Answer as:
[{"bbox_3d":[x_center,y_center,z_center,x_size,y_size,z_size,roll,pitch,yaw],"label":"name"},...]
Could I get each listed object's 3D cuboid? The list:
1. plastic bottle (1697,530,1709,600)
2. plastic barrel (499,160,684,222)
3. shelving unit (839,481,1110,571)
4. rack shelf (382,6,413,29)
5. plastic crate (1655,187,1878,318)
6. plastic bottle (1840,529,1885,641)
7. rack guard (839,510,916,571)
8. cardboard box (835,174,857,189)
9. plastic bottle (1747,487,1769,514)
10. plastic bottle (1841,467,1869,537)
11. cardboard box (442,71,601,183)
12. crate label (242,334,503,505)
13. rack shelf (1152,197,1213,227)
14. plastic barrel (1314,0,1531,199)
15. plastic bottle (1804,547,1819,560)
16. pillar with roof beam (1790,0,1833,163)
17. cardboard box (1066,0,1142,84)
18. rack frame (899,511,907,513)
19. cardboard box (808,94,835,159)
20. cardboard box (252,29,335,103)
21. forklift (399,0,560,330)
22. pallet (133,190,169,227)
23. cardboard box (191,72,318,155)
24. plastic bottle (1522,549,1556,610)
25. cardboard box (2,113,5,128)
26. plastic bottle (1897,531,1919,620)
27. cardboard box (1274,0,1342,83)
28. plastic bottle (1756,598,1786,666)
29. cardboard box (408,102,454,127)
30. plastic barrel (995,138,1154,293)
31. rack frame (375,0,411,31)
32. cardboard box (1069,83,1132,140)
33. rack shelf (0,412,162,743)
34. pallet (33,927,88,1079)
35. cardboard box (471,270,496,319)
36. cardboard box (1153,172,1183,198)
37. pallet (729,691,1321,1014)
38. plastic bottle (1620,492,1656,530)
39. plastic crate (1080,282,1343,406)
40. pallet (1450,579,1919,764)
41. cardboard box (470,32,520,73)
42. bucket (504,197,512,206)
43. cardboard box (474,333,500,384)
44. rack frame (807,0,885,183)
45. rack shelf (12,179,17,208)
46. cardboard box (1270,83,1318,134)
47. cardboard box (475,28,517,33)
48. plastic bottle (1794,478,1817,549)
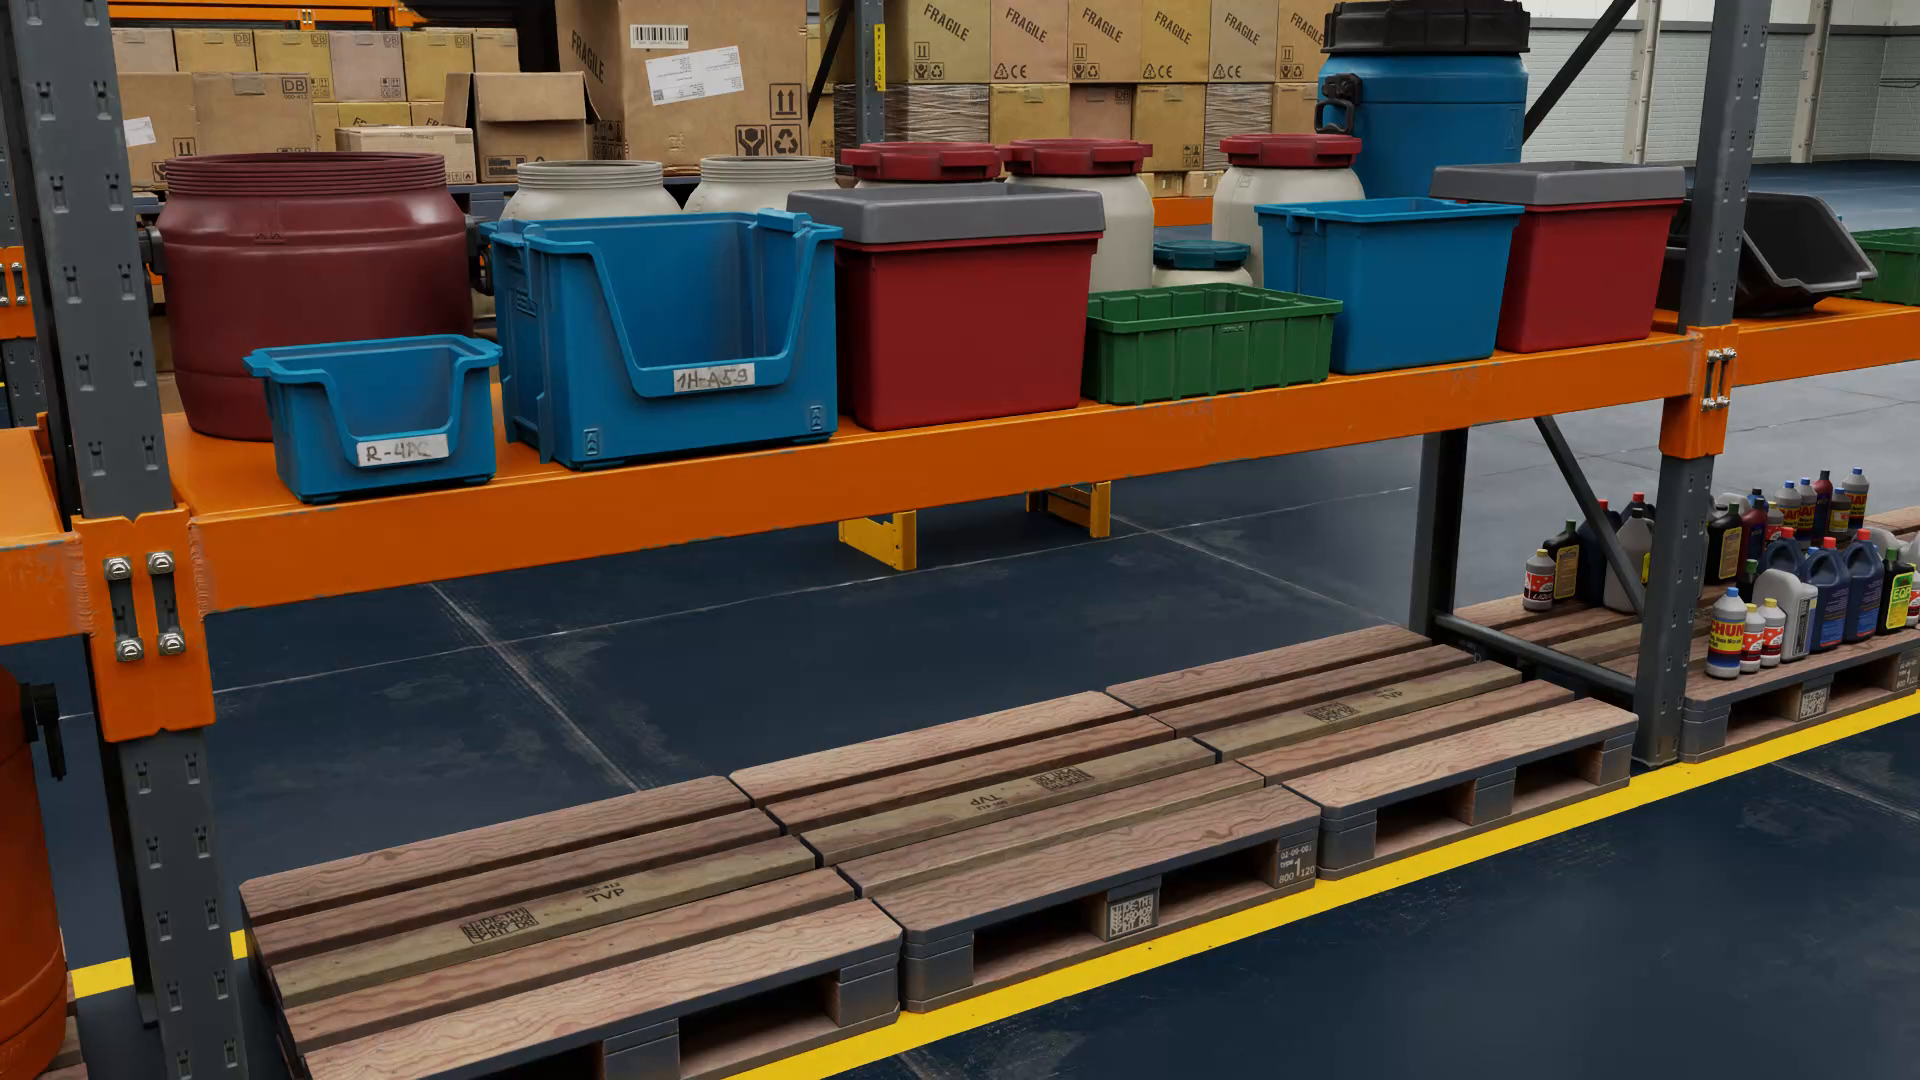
[{"bbox_3d":[2.520,0.067,5.844,0.135,0.276,0.152,-9,18,-30],"label":"plastic bottle"},{"bbox_3d":[-0.803,-0.571,3.681,0.421,0.512,0.421,0,16,0],"label":"plastic barrel"},{"bbox_3d":[0.065,-0.733,7.245,1.083,1.500,0.587,-9,18,-30],"label":"shelving unit"},{"bbox_3d":[-4.086,-5.695,17.945,4.000,0.370,1.077,-9,18,-30],"label":"rack shelf"},{"bbox_3d":[2.368,-0.894,5.156,0.504,0.338,0.767,-9,18,-30],"label":"plastic crate"},{"bbox_3d":[2.921,0.141,5.443,0.185,0.351,0.144,-10,19,-32],"label":"plastic bottle"},{"bbox_3d":[-0.362,-0.062,7.167,0.087,0.250,0.587,-9,18,-30],"label":"rack guard"},{"bbox_3d":[-0.664,-2.003,9.465,0.250,0.149,0.380,-9,18,-30],"label":"cardboard box"},{"bbox_3d":[3.015,-0.065,6.324,0.097,0.271,0.097,0,16,0],"label":"plastic bottle"},{"bbox_3d":[3.568,-0.155,6.644,0.097,0.271,0.097,0,16,0],"label":"plastic bottle"},{"bbox_3d":[-2.135,-2.016,8.075,0.637,0.503,0.797,-7,17,-24],"label":"cardboard box"},{"bbox_3d":[-1.021,-0.216,2.932,0.416,0.233,0.303,-9,18,-30],"label":"crate label"},{"bbox_3d":[1.017,-1.958,10.170,4.000,0.370,1.077,-9,18,-30],"label":"rack shelf"},{"bbox_3d":[1.367,-1.138,4.984,0.708,0.901,0.600,-9,18,-30],"label":"plastic barrel"},{"bbox_3d":[2.821,0.157,5.532,0.097,0.271,0.097,0,16,0],"label":"plastic bottle"},{"bbox_3d":[21.940,-12.198,34.252,0.400,9.000,9.100,-9,18,-30],"label":"pillar with roof beam"},{"bbox_3d":[0.676,-2.842,9.403,0.500,0.500,0.500,-9,18,-30],"label":"cardboard box"},{"bbox_3d":[-0.363,-0.663,6.998,0.032,1.500,0.500,-9,18,-30],"label":"rack frame"},{"bbox_3d":[-1.469,-3.541,14.206,0.500,0.550,0.875,-9,18,-30],"label":"cardboard box"},{"bbox_3d":[-4.894,-3.435,12.070,0.500,0.500,0.700,-9,18,-30],"label":"cardboard box"},{"bbox_3d":[-2.975,-2.429,10.646,3.031,2.935,1.130,-4,16,-15],"label":"forklift"},{"bbox_3d":[-3.570,-1.502,7.565,1.003,0.211,1.213,-9,18,-30],"label":"pallet"},{"bbox_3d":[-3.256,-1.906,7.688,0.500,0.500,0.700,-6,17,-22],"label":"cardboard box"},{"bbox_3d":[2.004,0.133,5.749,0.097,0.201,0.097,0,16,0],"label":"plastic bottle"},{"bbox_3d":[-8.855,-3.847,15.262,0.250,0.149,0.380,-10,19,-33],"label":"cardboard box"},{"bbox_3d":[3.286,0.082,5.654,0.185,0.351,0.144,-9,18,-30],"label":"plastic bottle"},{"bbox_3d":[1.962,-3.051,10.147,0.500,0.500,0.500,-9,18,-30],"label":"cardboard box"},{"bbox_3d":[2.527,0.284,5.209,0.097,0.201,0.097,0,16,0],"label":"plastic bottle"},{"bbox_3d":[-3.908,-3.032,12.482,0.500,0.500,0.500,-9,18,-30],"label":"cardboard box"},{"bbox_3d":[0.292,-0.762,4.318,0.433,0.535,0.433,0,16,0],"label":"plastic barrel"},{"bbox_3d":[-5.801,-4.319,17.261,0.127,3.000,1.000,-9,18,-30],"label":"rack frame"},{"bbox_3d":[0.544,-2.420,9.750,0.500,0.500,0.875,-9,18,-30],"label":"cardboard box"},{"bbox_3d":[-3.289,0.300,2.115,4.000,0.370,1.077,-9,18,-30],"label":"rack shelf"},{"bbox_3d":[-2.229,1.137,2.961,1.213,0.211,1.003,-9,18,-30],"label":"pallet"},{"bbox_3d":[-3.651,-2.200,13.090,0.750,0.750,1.050,-9,18,-30],"label":"cardboard box"},{"bbox_3d":[1.112,-2.123,9.890,0.250,0.149,0.380,-9,18,-30],"label":"cardboard box"},{"bbox_3d":[0.154,0.751,4.339,1.213,0.211,1.003,-9,18,-30],"label":"pallet"},{"bbox_3d":[2.422,0.000,5.944,0.185,0.351,0.144,-10,19,-32],"label":"plastic bottle"},{"bbox_3d":[0.506,-0.471,3.925,0.662,0.188,0.450,-9,18,-30],"label":"plastic crate"},{"bbox_3d":[2.451,0.378,5.668,1.213,0.211,1.003,-9,18,-30],"label":"pallet"},{"bbox_3d":[-3.587,-3.647,12.826,0.500,0.500,0.700,-10,18,-31],"label":"cardboard box"},{"bbox_3d":[-4.236,-2.896,15.433,0.620,0.611,0.726,-13,17,-8],"label":"bucket"},{"bbox_3d":[-2.610,-0.737,8.297,0.500,0.500,0.700,-8,17,-25],"label":"cardboard box"},{"bbox_3d":[-0.697,-2.026,9.082,0.127,3.000,1.000,-9,18,-30],"label":"rack frame"},{"bbox_3d":[-4.879,-2.564,12.331,4.000,0.370,1.077,-9,18,-30],"label":"rack shelf"},{"bbox_3d":[1.879,-2.606,10.414,0.500,0.500,0.875,-9,18,-30],"label":"cardboard box"},{"bbox_3d":[-4.863,-5.069,17.347,0.500,0.500,0.700,-9,18,-29],"label":"cardboard box"},{"bbox_3d":[3.274,-0.107,6.474,0.097,0.271,0.097,0,16,0],"label":"plastic bottle"}]
